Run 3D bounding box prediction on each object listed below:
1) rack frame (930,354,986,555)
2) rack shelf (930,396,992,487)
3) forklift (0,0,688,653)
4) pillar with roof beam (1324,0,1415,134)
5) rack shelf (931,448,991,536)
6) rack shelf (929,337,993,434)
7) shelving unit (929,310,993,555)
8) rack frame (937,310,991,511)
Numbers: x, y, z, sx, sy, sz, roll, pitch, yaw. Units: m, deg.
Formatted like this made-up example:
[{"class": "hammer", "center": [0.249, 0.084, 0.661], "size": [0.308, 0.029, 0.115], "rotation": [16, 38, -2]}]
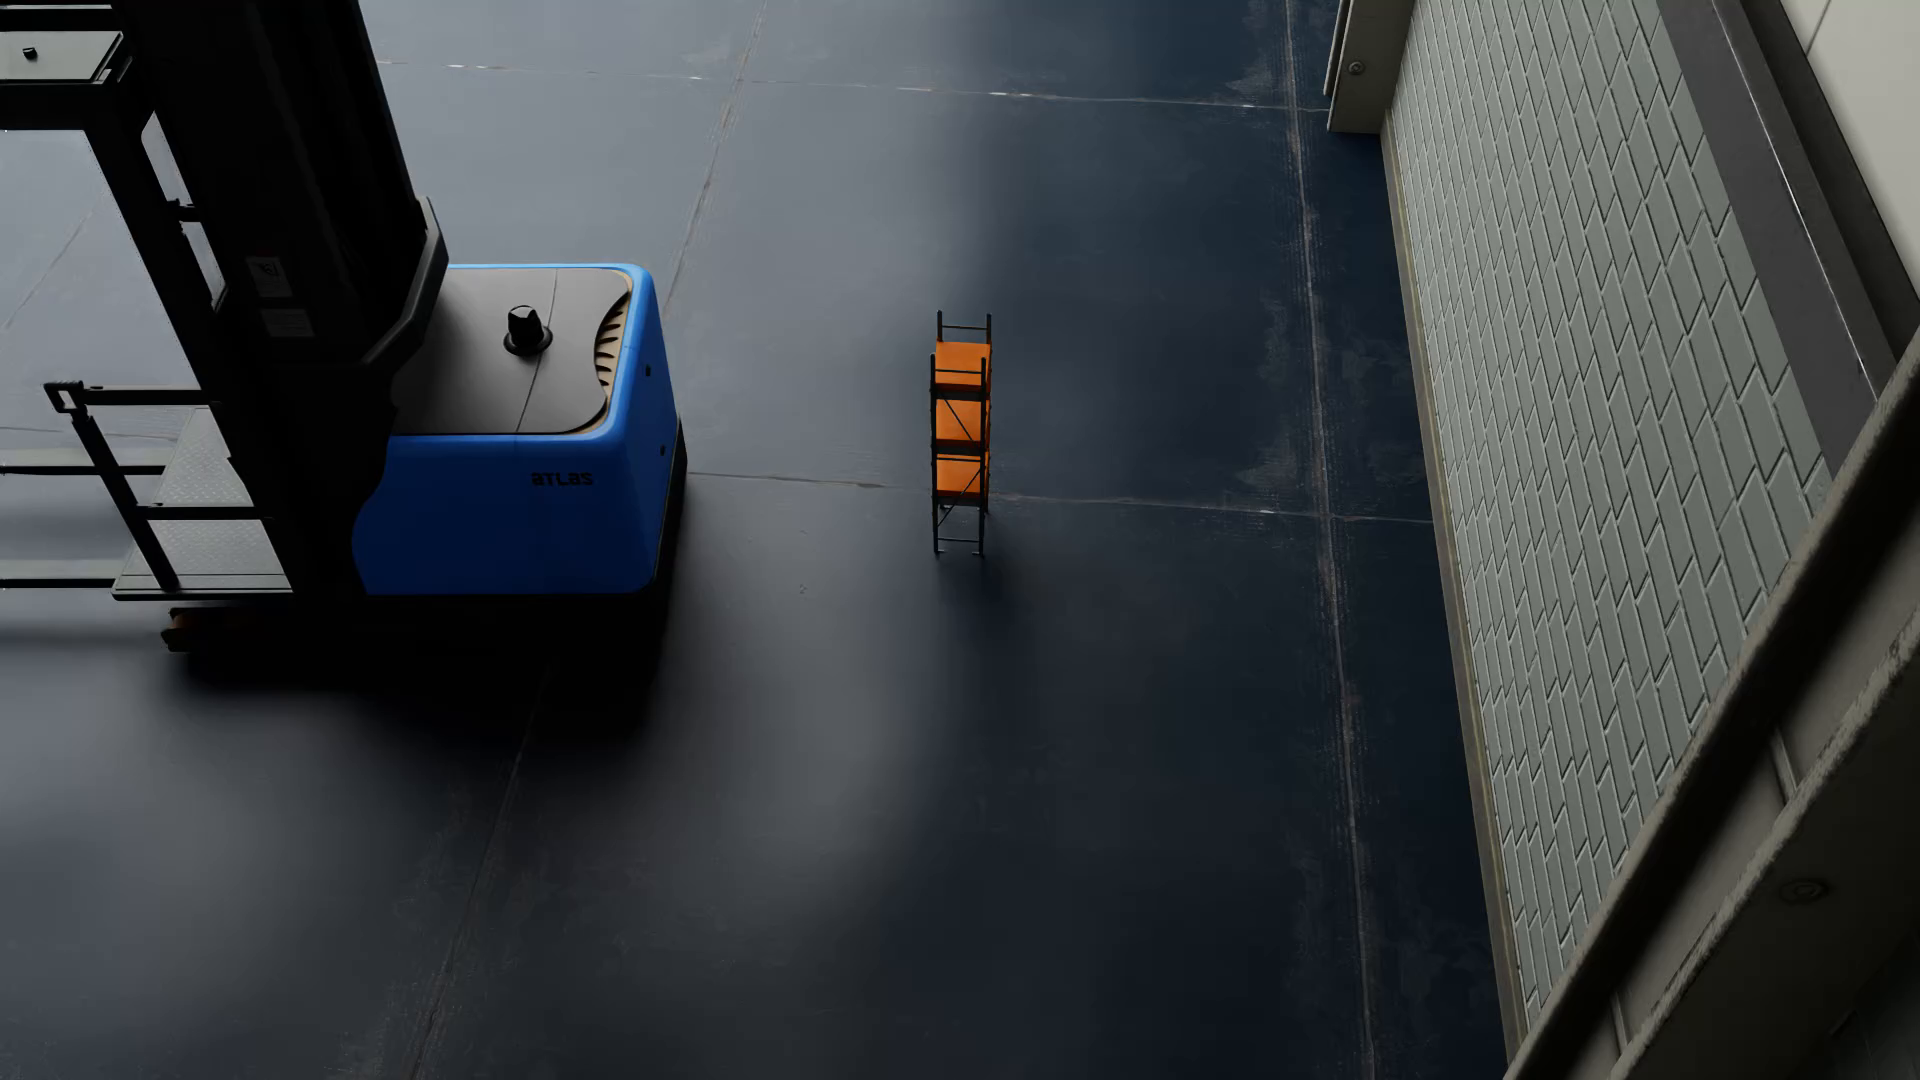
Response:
[{"class": "rack frame", "center": [-0.006, -0.304, 6.342], "size": [0.200, 1.050, 0.008], "rotation": [4, 48, 4]}, {"class": "rack shelf", "center": [0.005, -0.387, 6.432], "size": [0.215, 0.259, 0.240], "rotation": [4, 48, 4]}, {"class": "forklift", "center": [-2.655, -0.950, 5.658], "size": [3.031, 2.935, 1.130], "rotation": [0, 48, 0]}, {"class": "pillar with roof beam", "center": [-2.182, -5.611, 5.810], "size": [9.100, 9.000, 0.400], "rotation": [4, 48, 4]}, {"class": "rack shelf", "center": [0.005, -0.199, 6.637], "size": [0.215, 0.259, 0.240], "rotation": [4, 48, 4]}, {"class": "rack shelf", "center": [0.005, -0.578, 6.223], "size": [0.215, 0.259, 0.240], "rotation": [4, 48, 4]}, {"class": "shelving unit", "center": [0.005, -0.394, 6.424], "size": [0.215, 1.050, 0.252], "rotation": [4, 48, 4]}, {"class": "rack frame", "center": [0.016, -0.483, 6.506], "size": [0.200, 1.050, 0.008], "rotation": [4, 48, 4]}]
